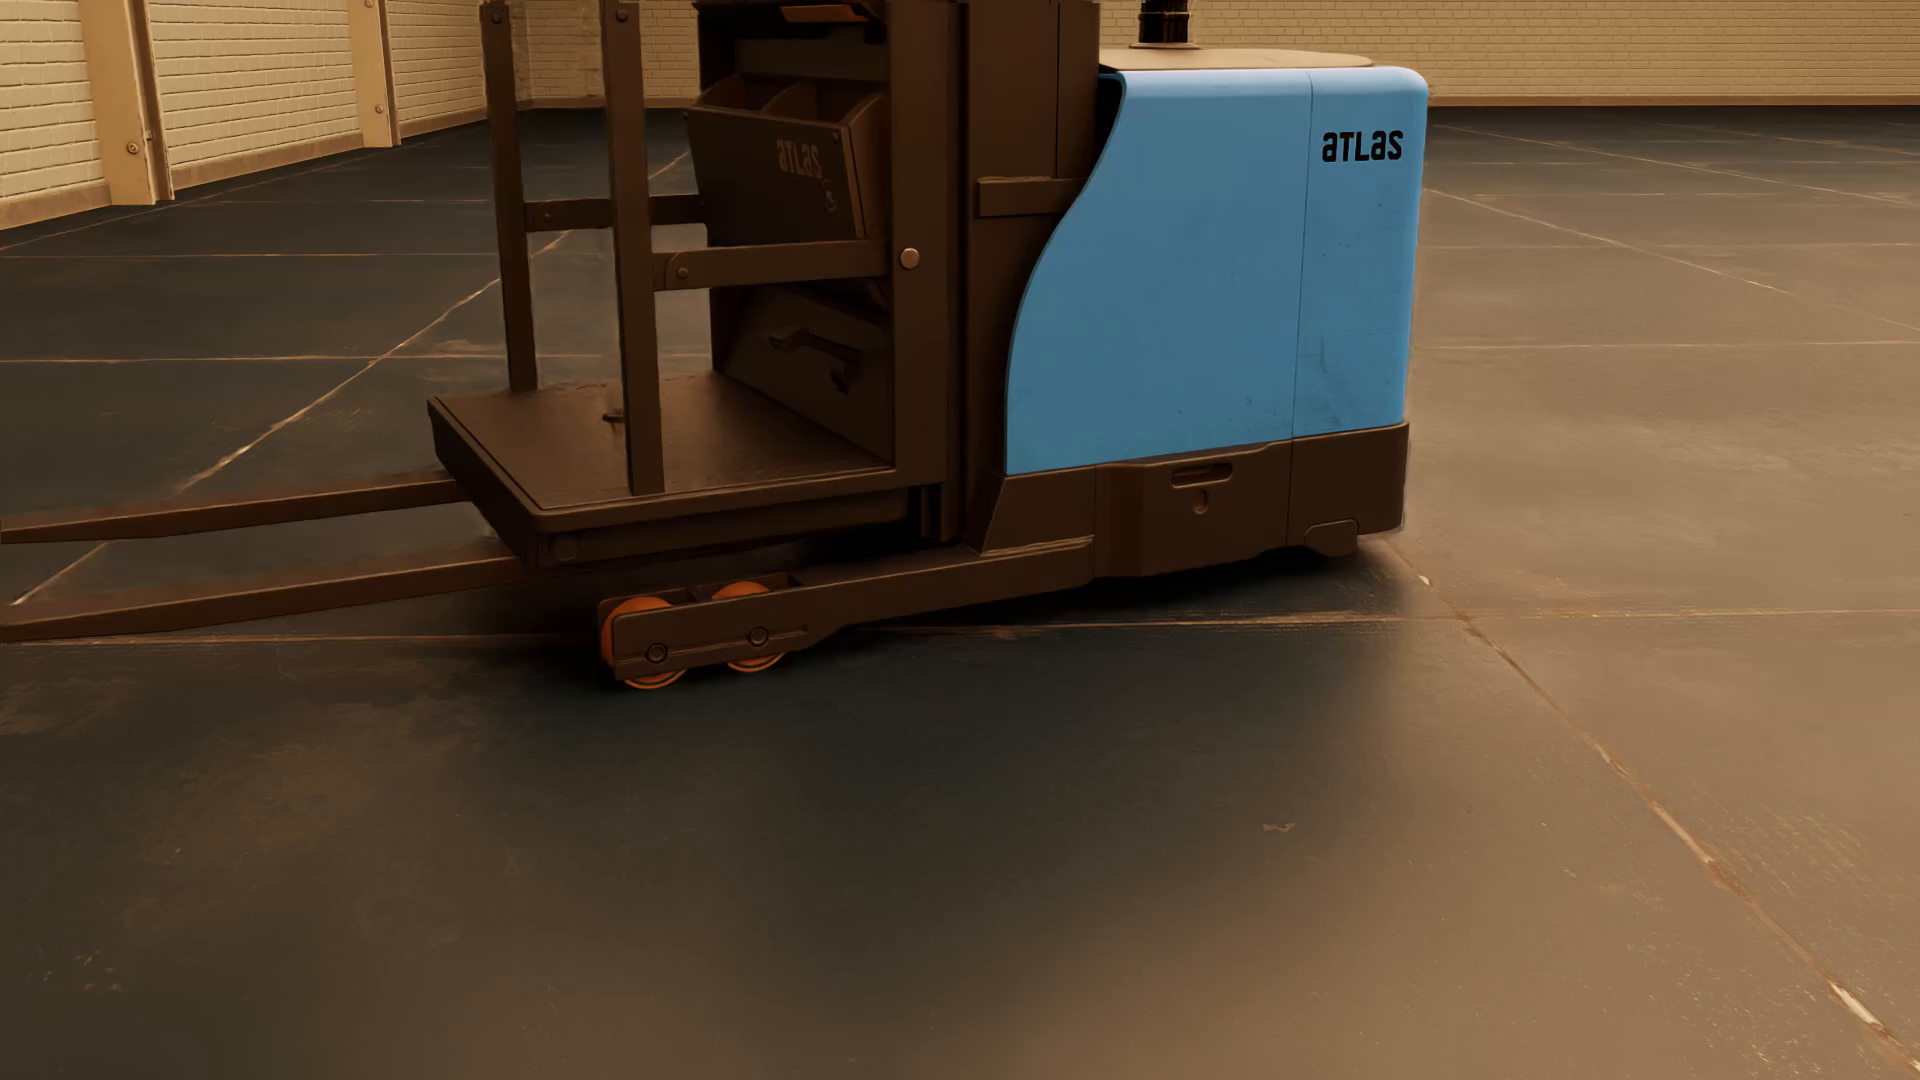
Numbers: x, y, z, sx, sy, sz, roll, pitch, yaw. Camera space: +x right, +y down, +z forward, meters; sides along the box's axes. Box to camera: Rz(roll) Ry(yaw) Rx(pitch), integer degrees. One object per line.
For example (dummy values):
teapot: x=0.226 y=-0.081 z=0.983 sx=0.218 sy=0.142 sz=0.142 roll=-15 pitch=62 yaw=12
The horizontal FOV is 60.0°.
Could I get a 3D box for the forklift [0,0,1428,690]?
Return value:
forklift: x=-0.542 y=-1.305 z=3.175 sx=3.031 sy=2.935 sz=1.130 roll=-8 pitch=19 yaw=-25
